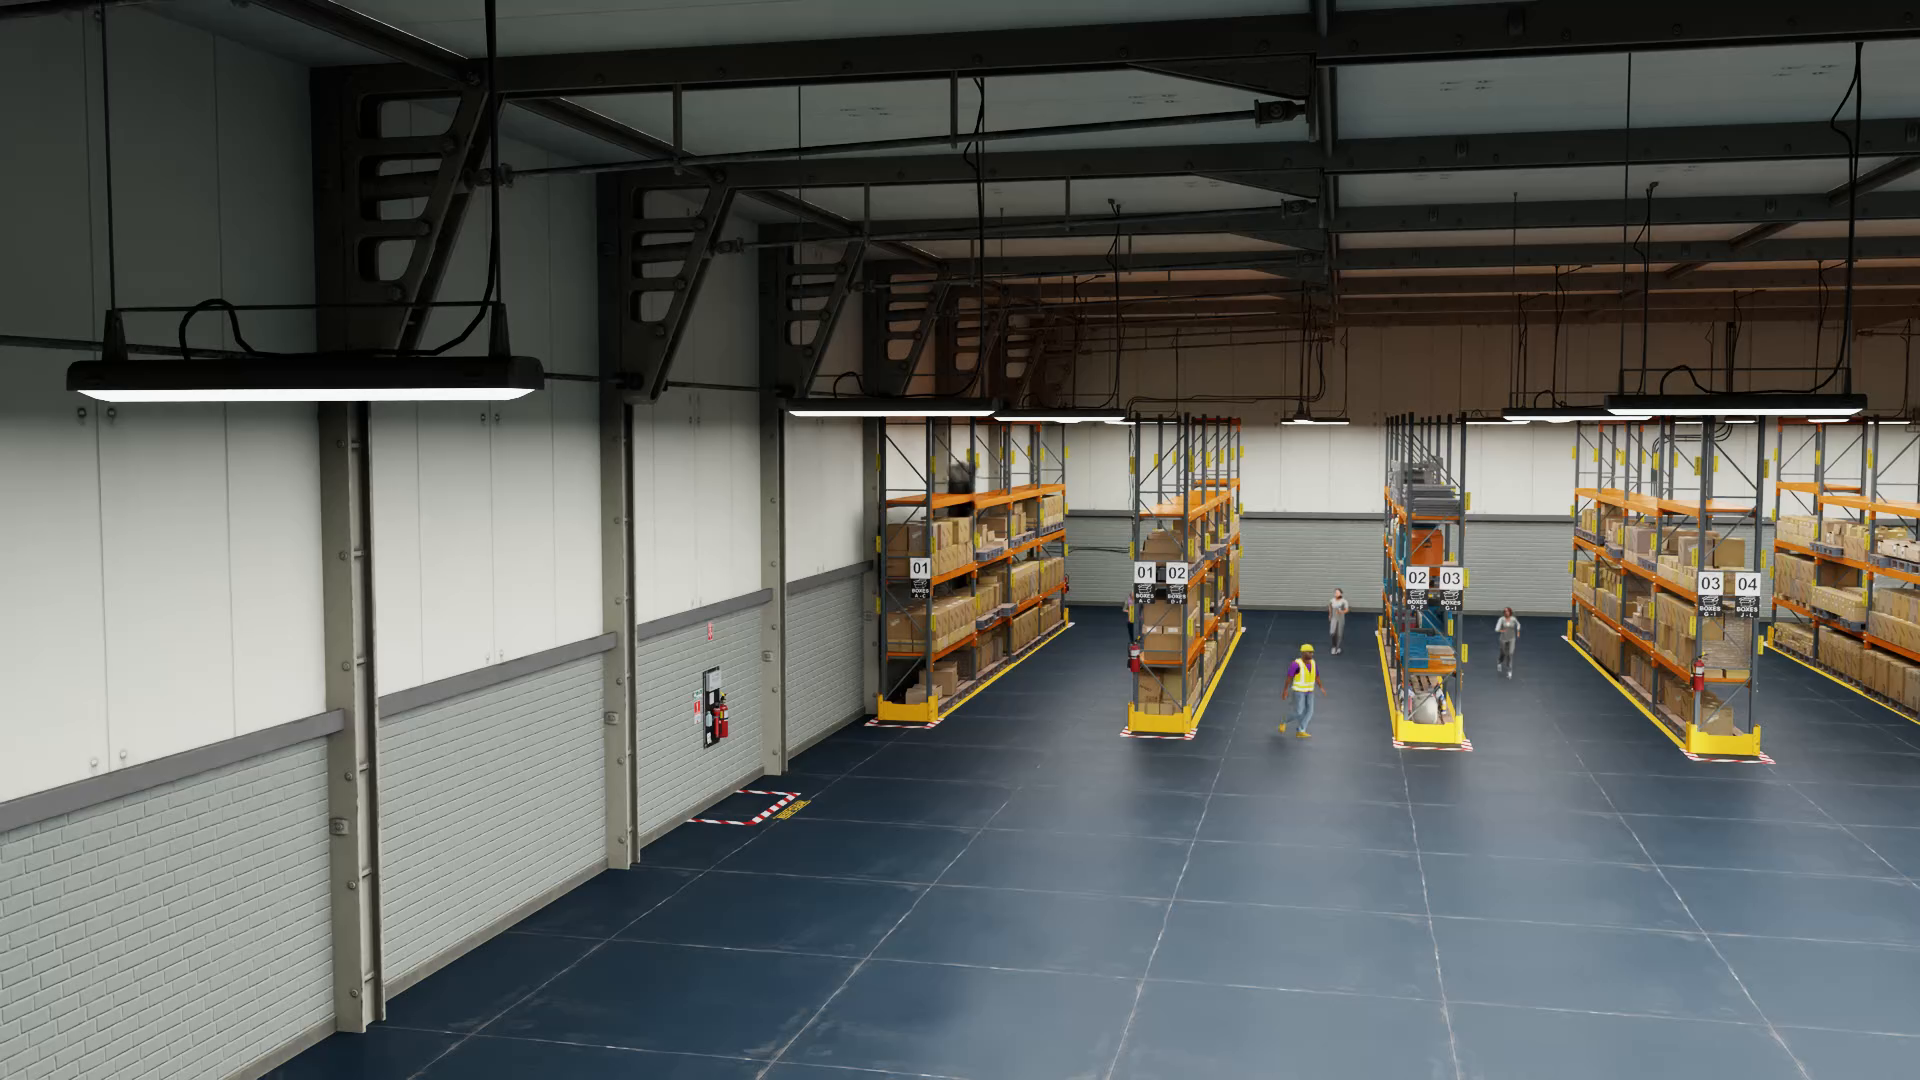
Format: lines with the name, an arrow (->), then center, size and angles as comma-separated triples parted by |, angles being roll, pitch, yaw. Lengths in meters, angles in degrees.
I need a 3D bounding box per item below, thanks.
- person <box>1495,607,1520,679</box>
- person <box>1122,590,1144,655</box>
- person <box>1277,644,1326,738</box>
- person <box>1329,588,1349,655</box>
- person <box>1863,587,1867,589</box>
person -> 12.596, 2.335, 38.260 | 0.557, 1.615, 0.886 | 1, 4, 13
person -> 4.379, 2.057, 42.021 | 0.531, 1.609, 0.842 | 1, 4, 13
person -> 6.295, 2.780, 30.693 | 0.728, 1.723, 0.670 | -2, 5, -32
person -> 9.528, 2.057, 41.895 | 0.531, 1.683, 0.692 | 2, 4, 23
person -> 24.423, 1.766, 45.293 | 0.698, 1.783, 0.639 | -1, 4, -17
